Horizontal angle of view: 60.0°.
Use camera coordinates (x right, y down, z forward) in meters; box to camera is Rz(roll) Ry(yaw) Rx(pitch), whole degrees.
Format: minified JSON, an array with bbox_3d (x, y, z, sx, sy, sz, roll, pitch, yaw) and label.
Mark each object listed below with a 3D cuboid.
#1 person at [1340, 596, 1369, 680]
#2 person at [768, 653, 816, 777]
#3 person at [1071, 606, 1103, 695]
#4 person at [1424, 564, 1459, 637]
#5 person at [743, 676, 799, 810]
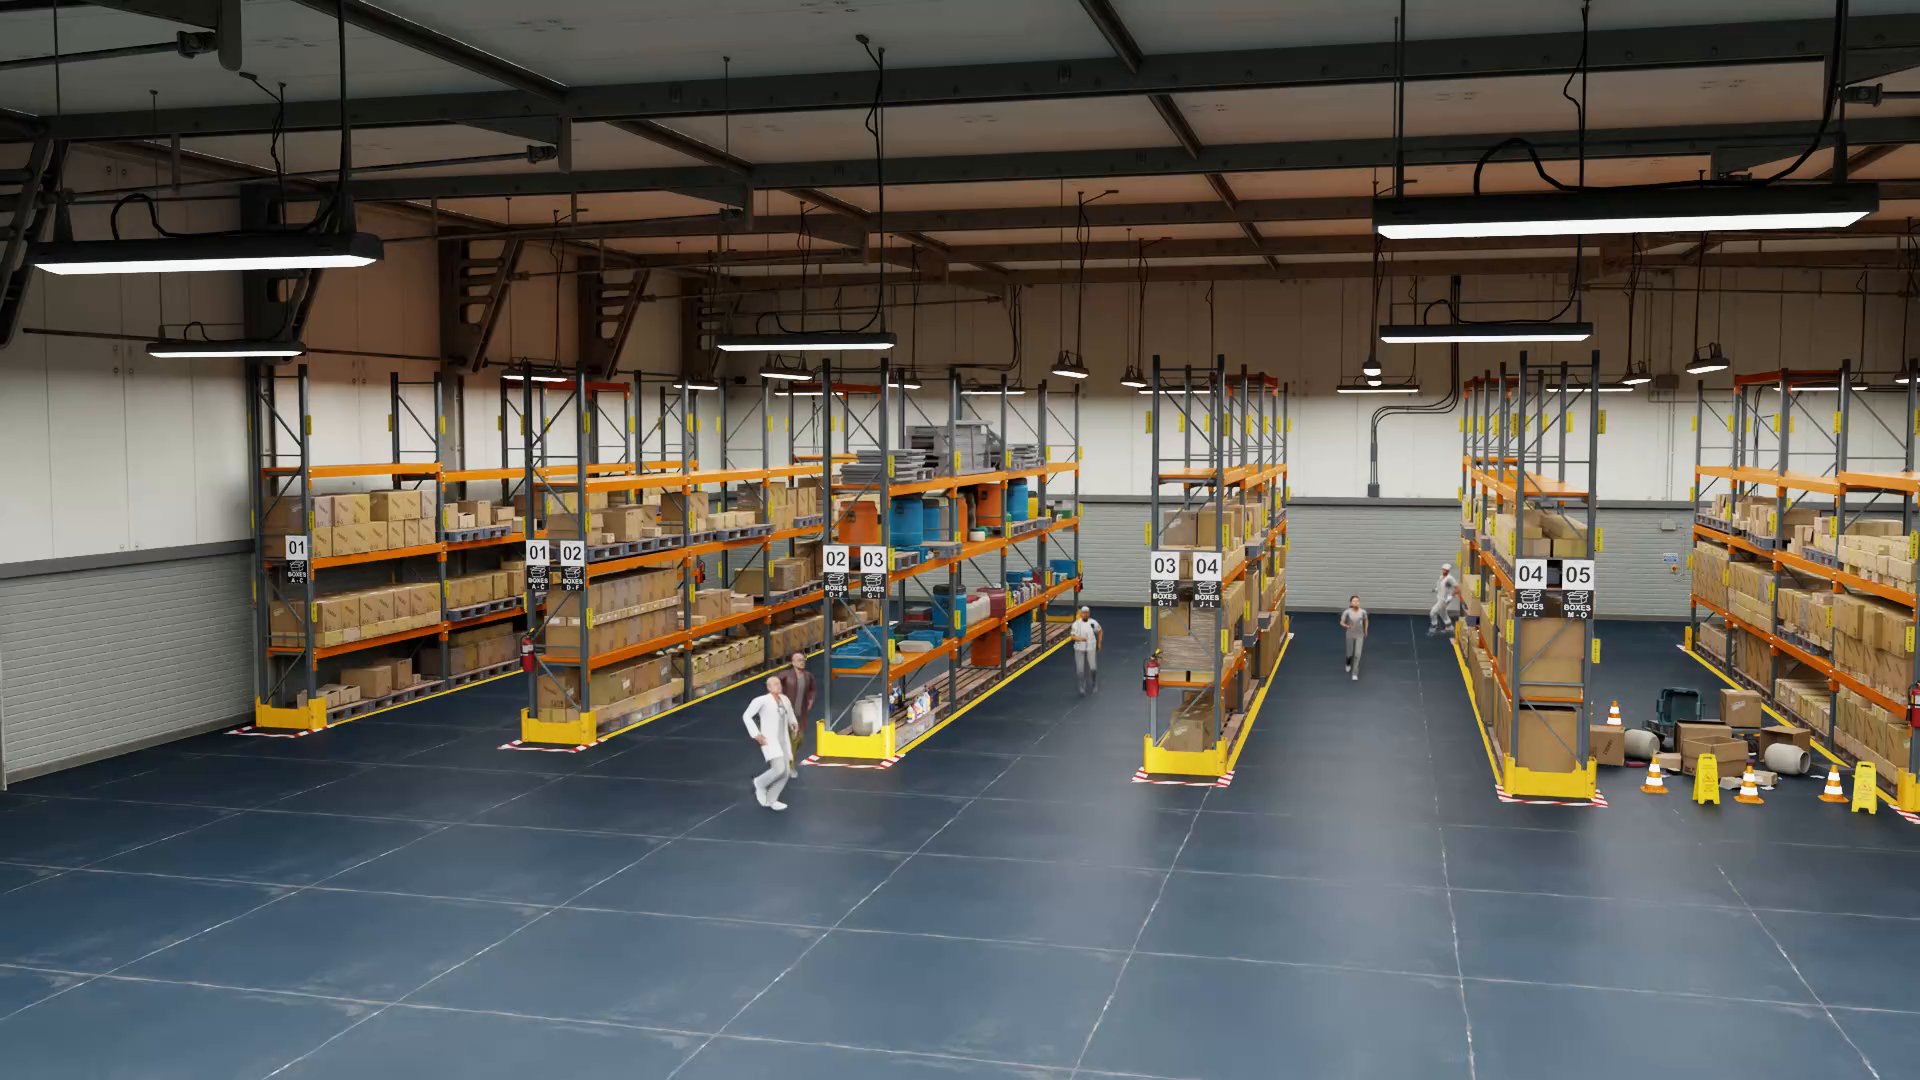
[{"bbox_3d":[7.787,1.910,32.830,0.577,1.641,0.794,0,4,5],"label":"person"},{"bbox_3d":[-2.410,2.498,24.028,0.754,1.739,0.778,-3,5,-33],"label":"person"},{"bbox_3d":[2.345,2.051,30.774,0.601,1.644,0.648,0,4,2],"label":"person"},{"bbox_3d":[11.407,1.427,39.263,0.729,1.771,0.781,0,4,-5],"label":"person"},{"bbox_3d":[-2.391,2.640,21.597,0.572,1.738,0.775,4,5,42],"label":"person"}]
